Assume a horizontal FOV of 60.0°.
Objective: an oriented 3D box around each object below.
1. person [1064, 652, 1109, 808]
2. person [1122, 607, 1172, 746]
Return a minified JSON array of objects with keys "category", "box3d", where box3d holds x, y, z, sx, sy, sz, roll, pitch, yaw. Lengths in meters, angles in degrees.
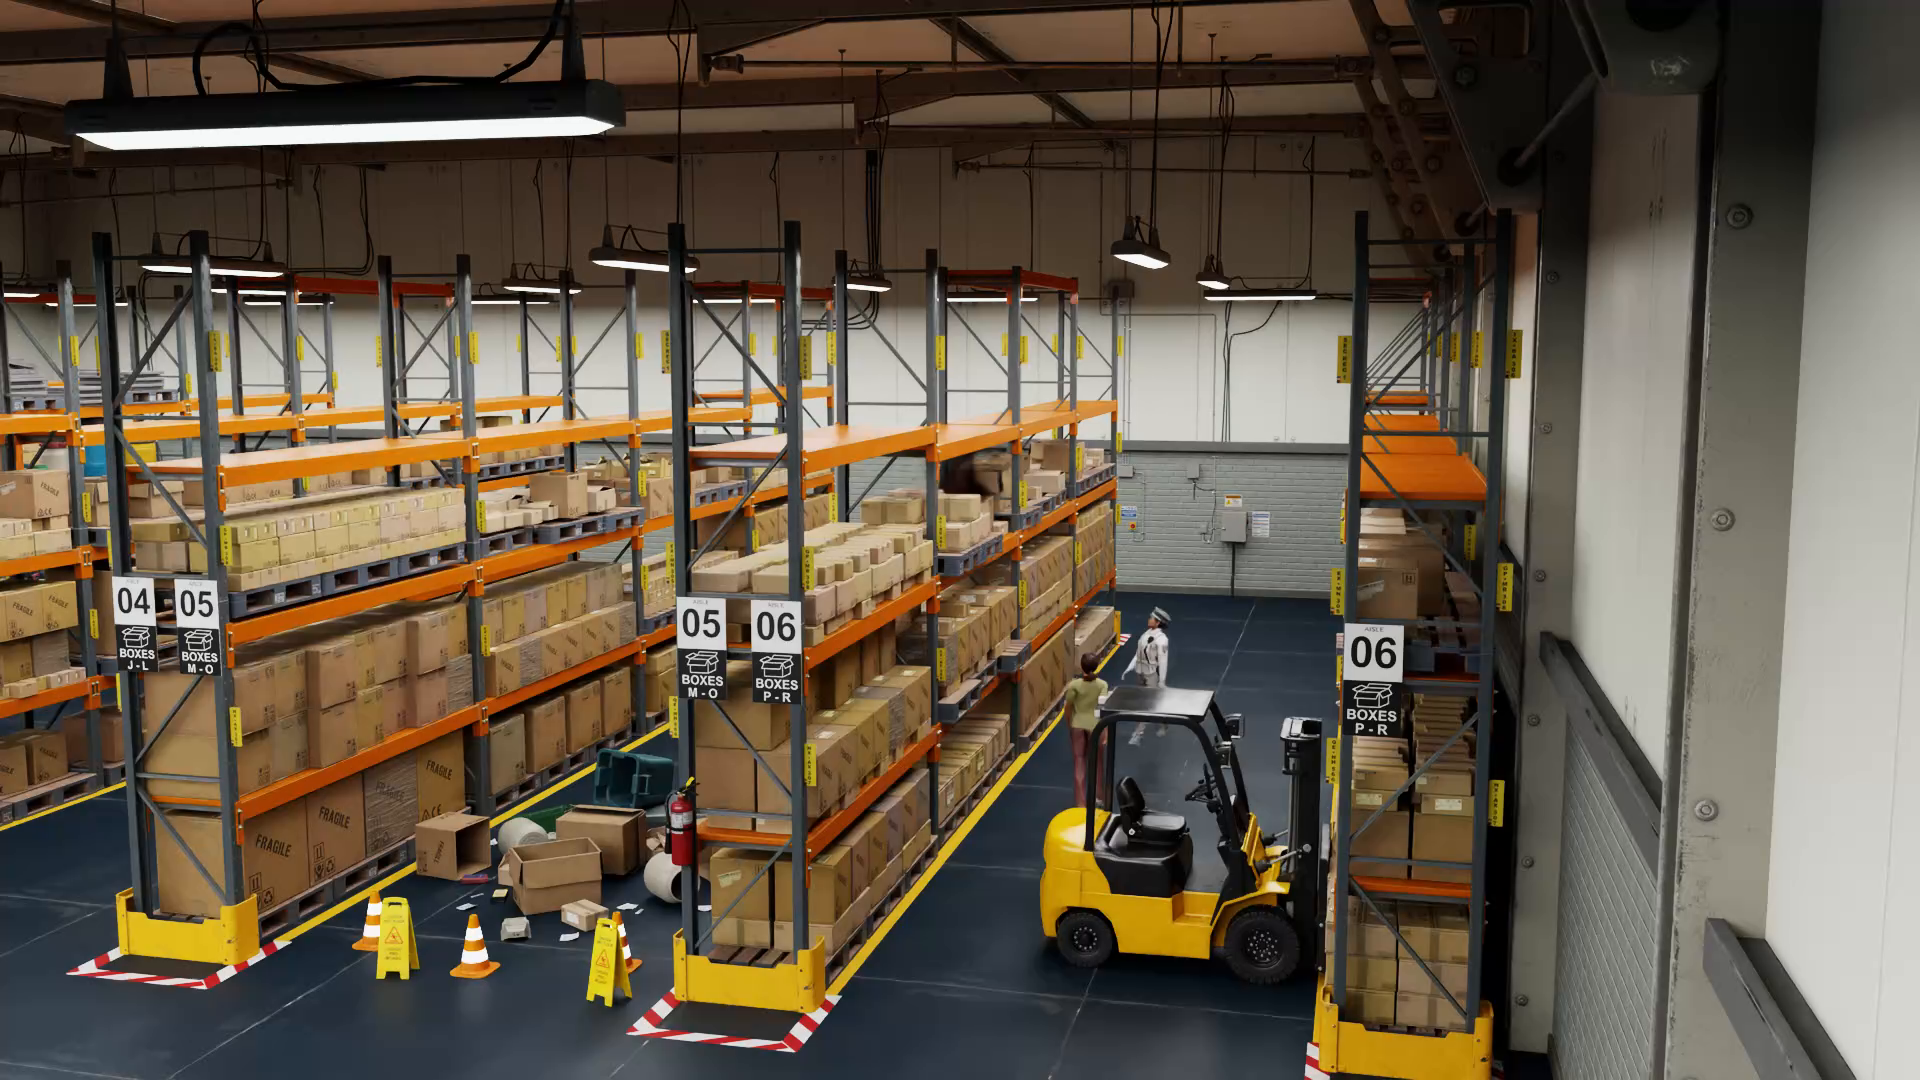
[{"category":"person","box3d":[1.322,1.994,17.156,0.488,1.728,0.667,1,7,10]},{"category":"person","box3d":[2.243,1.611,19.970,0.962,1.640,0.571,-6,9,-42]}]
